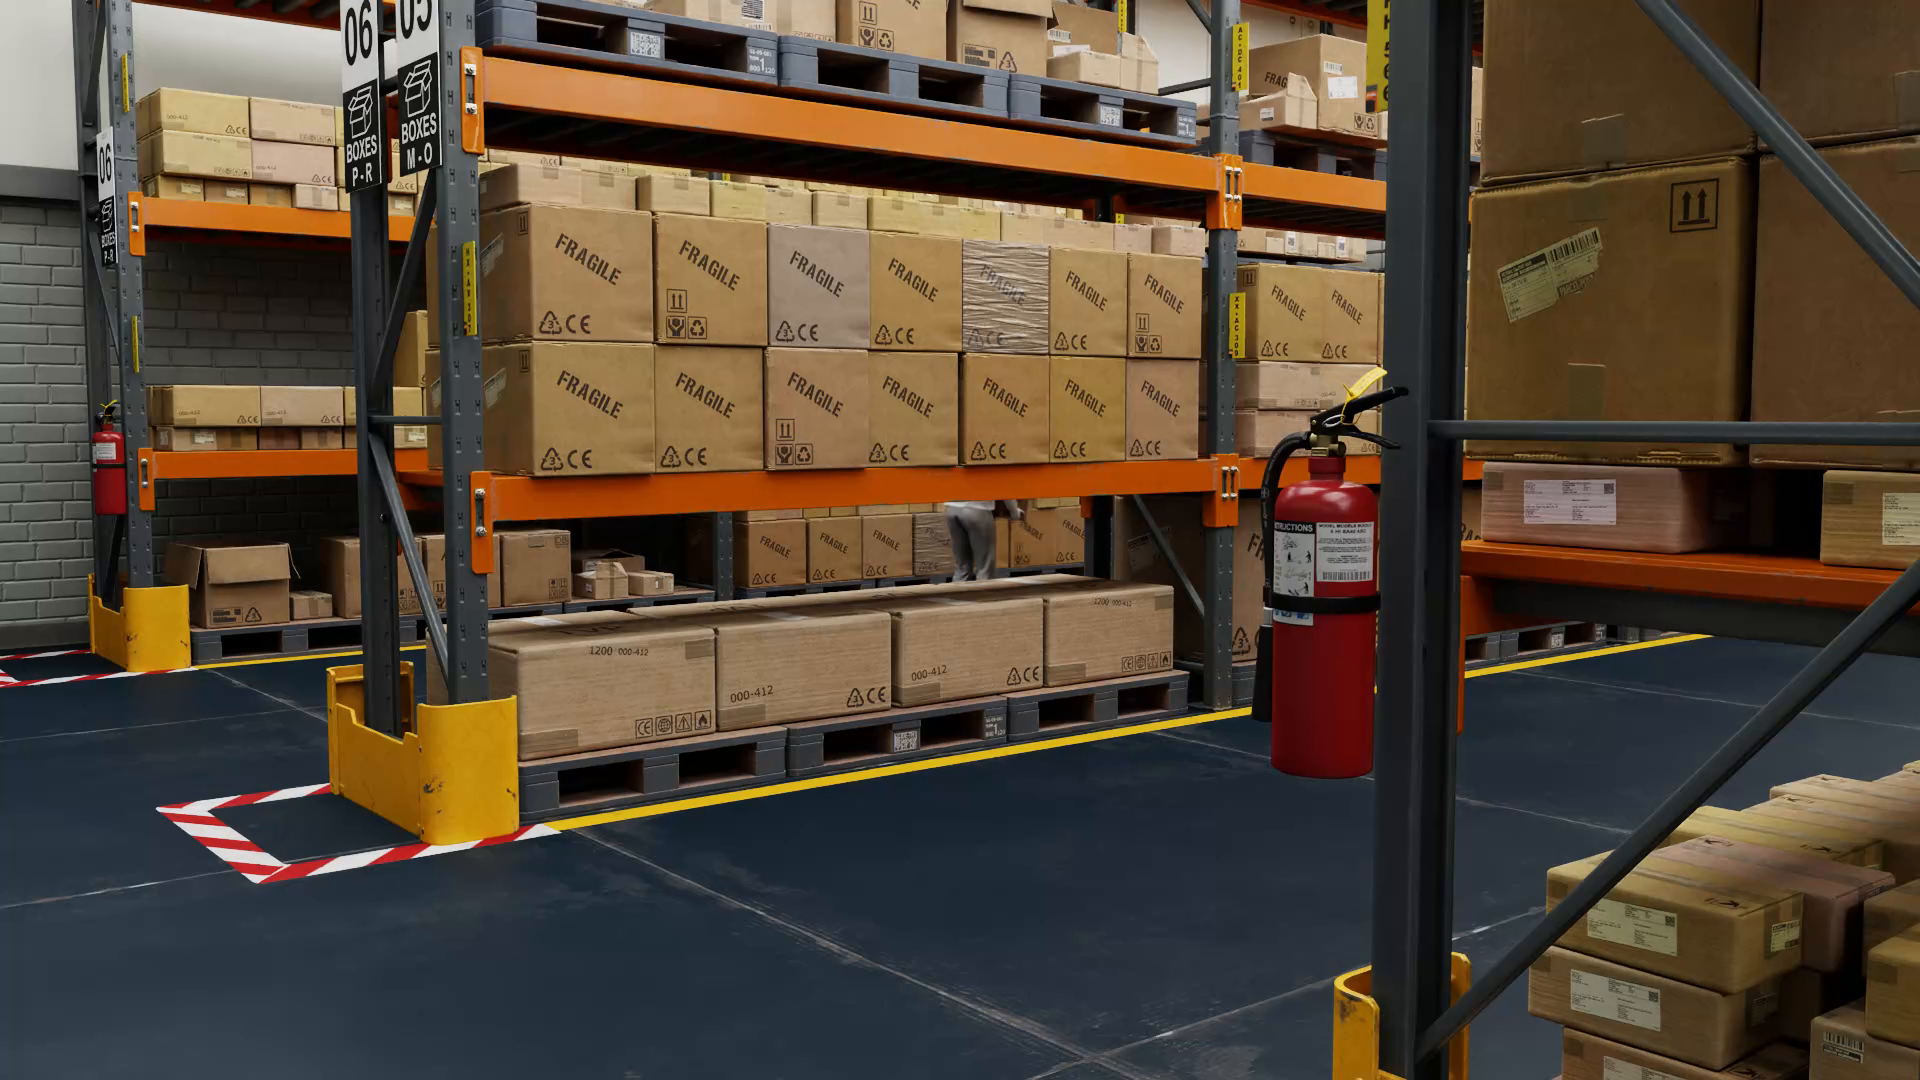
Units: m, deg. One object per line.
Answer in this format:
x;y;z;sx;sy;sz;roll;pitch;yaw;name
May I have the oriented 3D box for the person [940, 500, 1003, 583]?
0.071;-0.163;11.315;0.369;1.667;0.547;-4;6;-42;person
